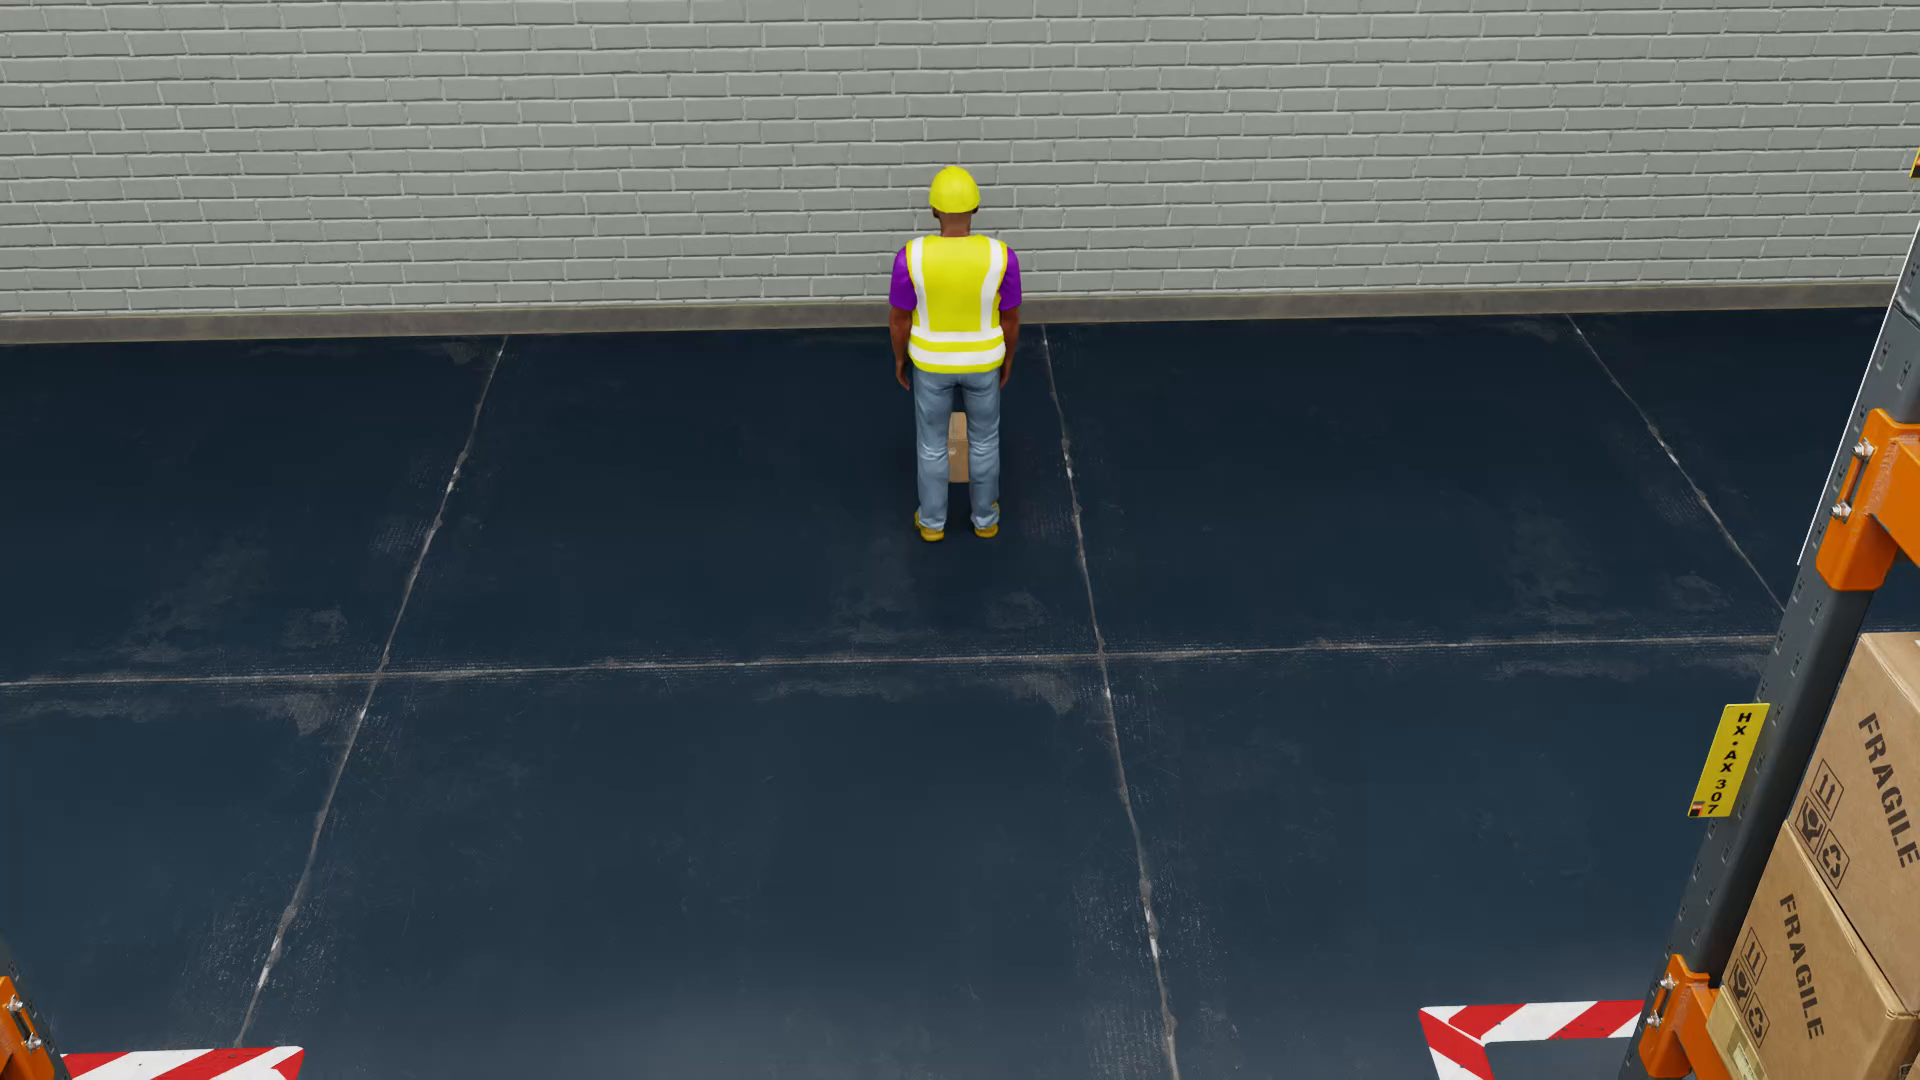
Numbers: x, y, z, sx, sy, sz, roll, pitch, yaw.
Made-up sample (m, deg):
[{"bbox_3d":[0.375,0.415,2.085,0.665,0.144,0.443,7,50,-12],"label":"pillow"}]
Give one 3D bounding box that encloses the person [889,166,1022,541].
[{"bbox_3d":[-0.022,-0.787,7.263,0.564,1.777,0.363,-1,35,-1],"label":"person"}]
